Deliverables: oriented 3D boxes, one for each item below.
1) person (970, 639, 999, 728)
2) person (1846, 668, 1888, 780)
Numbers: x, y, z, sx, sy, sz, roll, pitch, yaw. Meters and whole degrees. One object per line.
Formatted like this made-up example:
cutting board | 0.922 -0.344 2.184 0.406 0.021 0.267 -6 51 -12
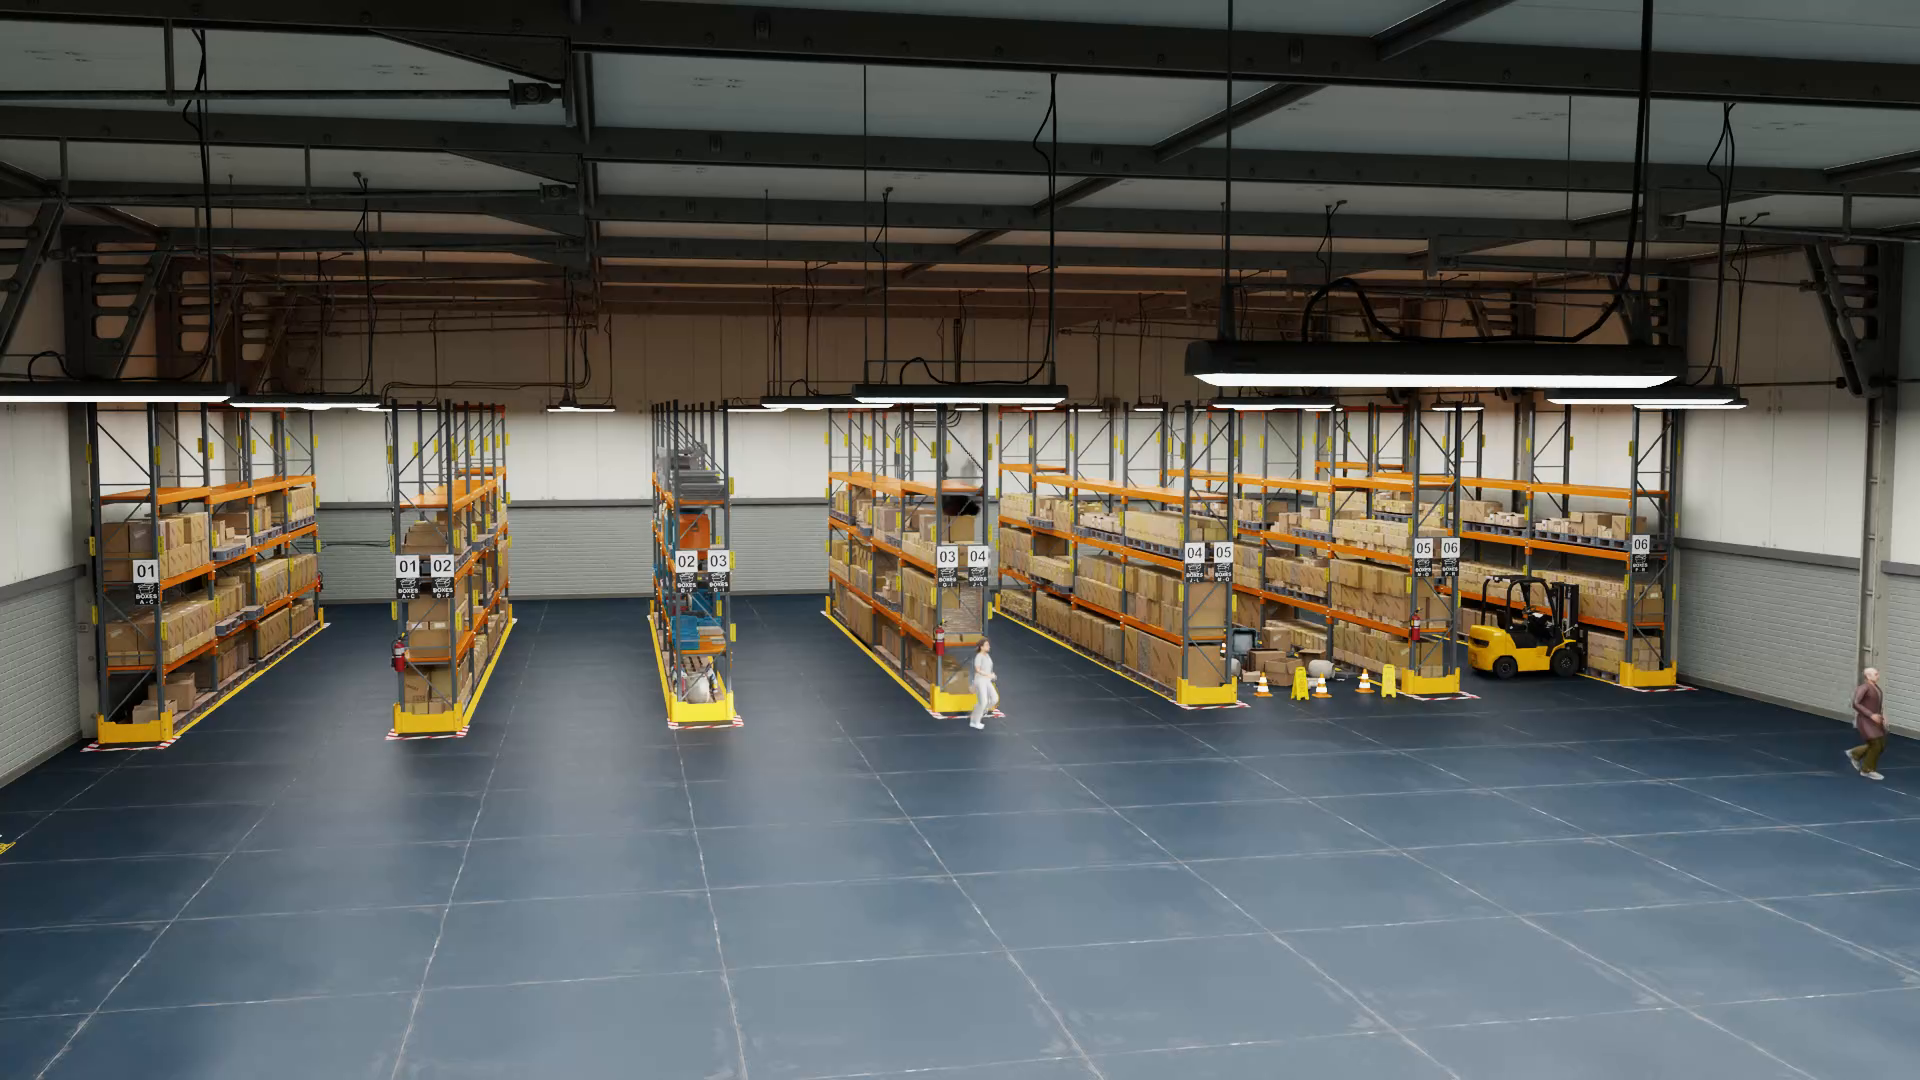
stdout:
person | 0.471 2.616 30.427 0.578 1.637 0.603 2 5 28
person | 14.283 2.876 26.240 0.721 1.746 0.639 -3 6 -38
